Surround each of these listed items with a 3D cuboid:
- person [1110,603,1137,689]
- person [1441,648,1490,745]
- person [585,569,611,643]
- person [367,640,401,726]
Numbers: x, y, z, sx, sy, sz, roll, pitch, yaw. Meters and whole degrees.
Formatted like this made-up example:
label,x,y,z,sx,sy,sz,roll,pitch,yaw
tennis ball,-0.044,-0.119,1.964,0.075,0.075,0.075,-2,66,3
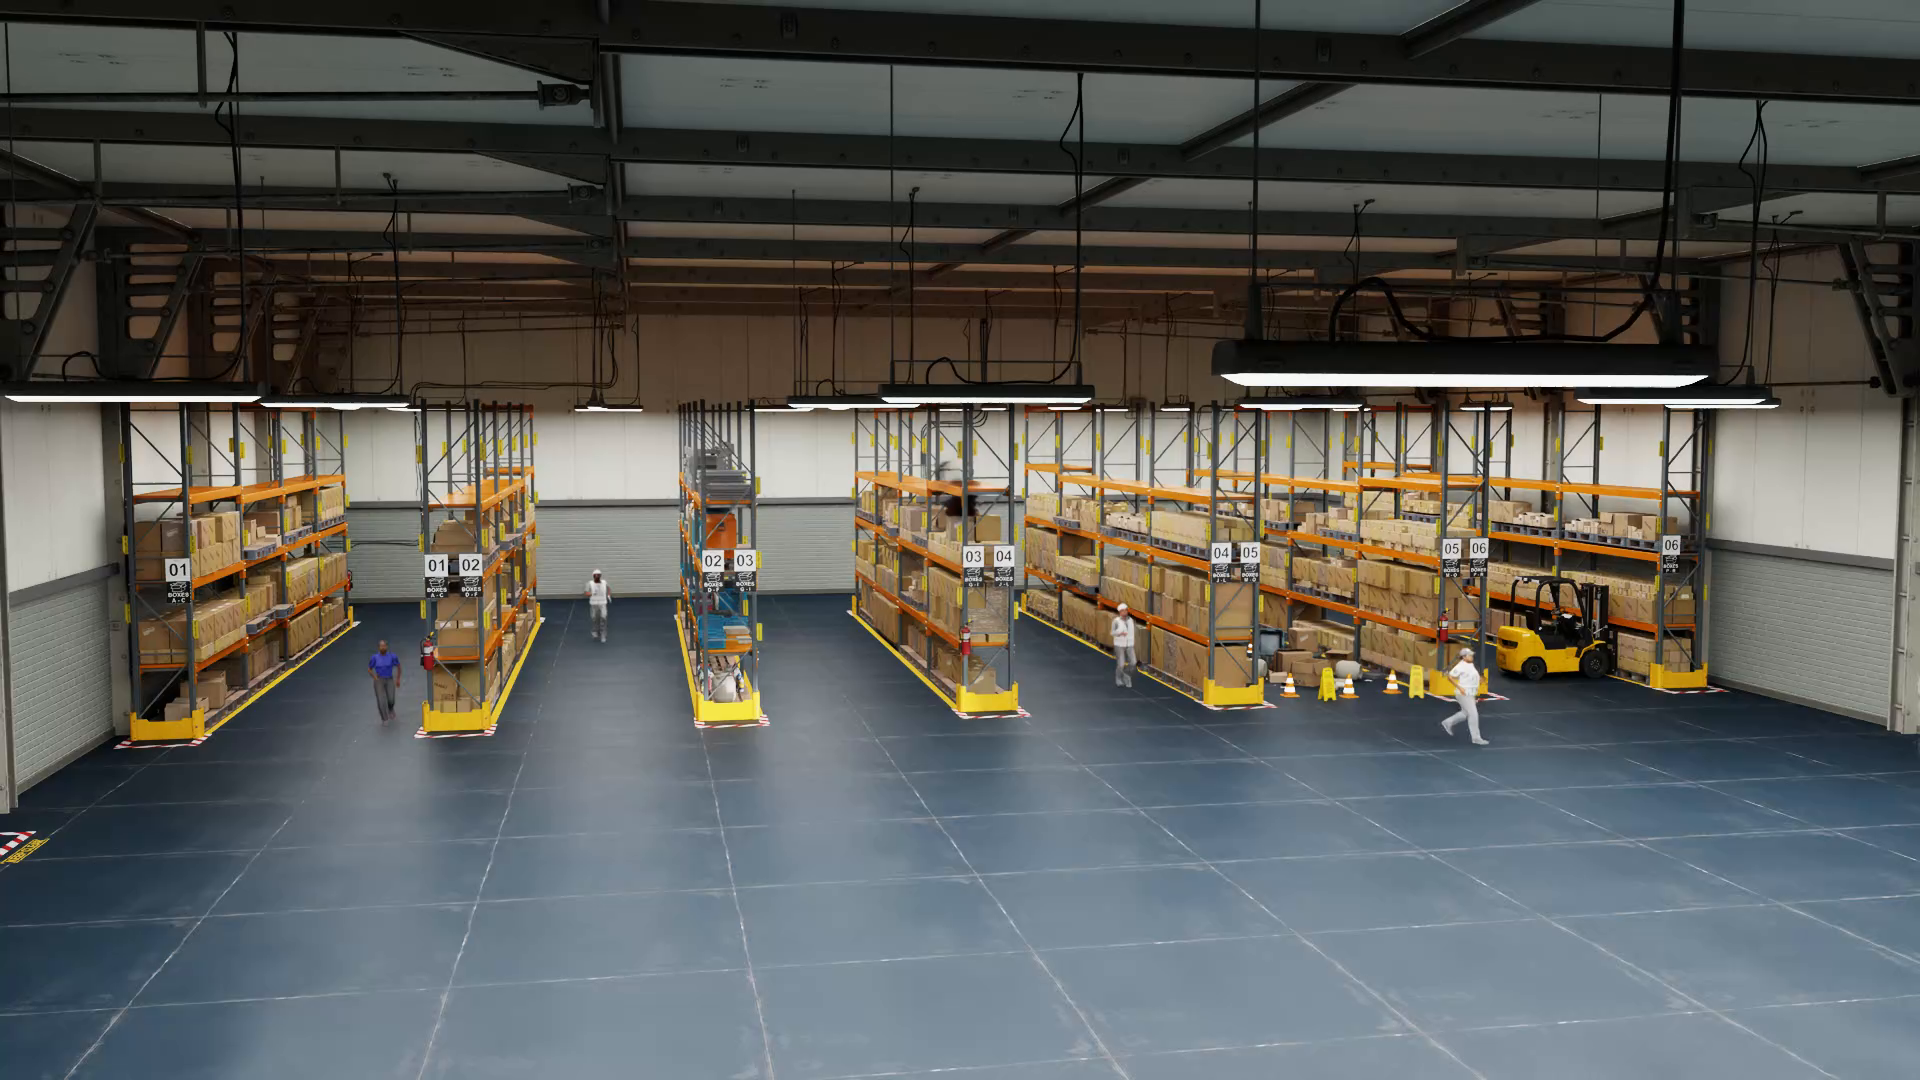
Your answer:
label,x,y,z,sx,sy,sz,roll,pitch,yaw
person,3.458,2.226,34.780,0.640,1.789,0.669,-1,4,-17
person,8.810,2.699,28.987,0.918,1.642,0.615,3,5,38
person,-9.134,1.661,41.981,0.664,1.843,0.798,-1,5,-17
person,-10.556,2.627,30.497,0.585,1.595,0.564,-1,4,-16
